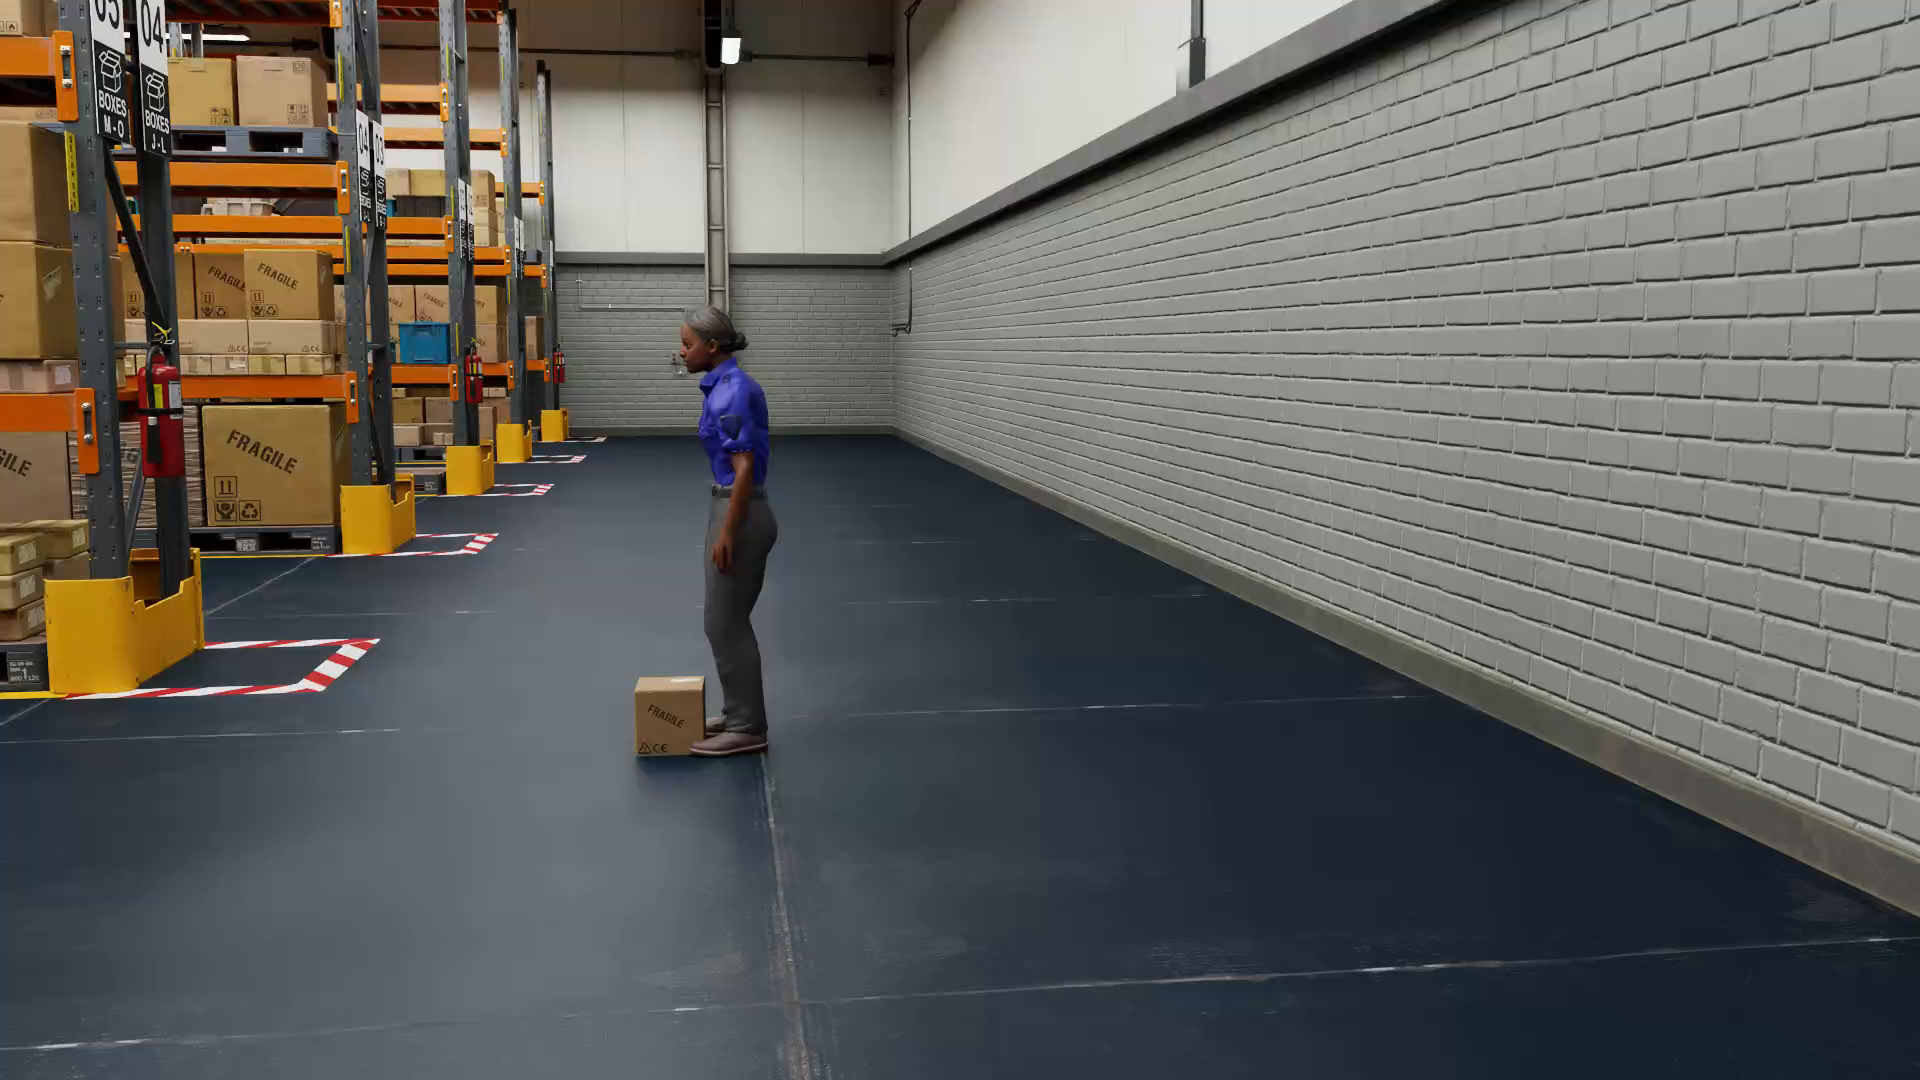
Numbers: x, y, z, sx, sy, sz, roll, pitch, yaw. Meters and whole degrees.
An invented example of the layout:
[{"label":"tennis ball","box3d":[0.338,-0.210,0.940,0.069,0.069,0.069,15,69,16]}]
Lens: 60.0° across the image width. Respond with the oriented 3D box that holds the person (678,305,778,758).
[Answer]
[{"label":"person","box3d":[-0.862,-0.041,6.215,0.351,1.655,0.522,-1,7,-10]}]
